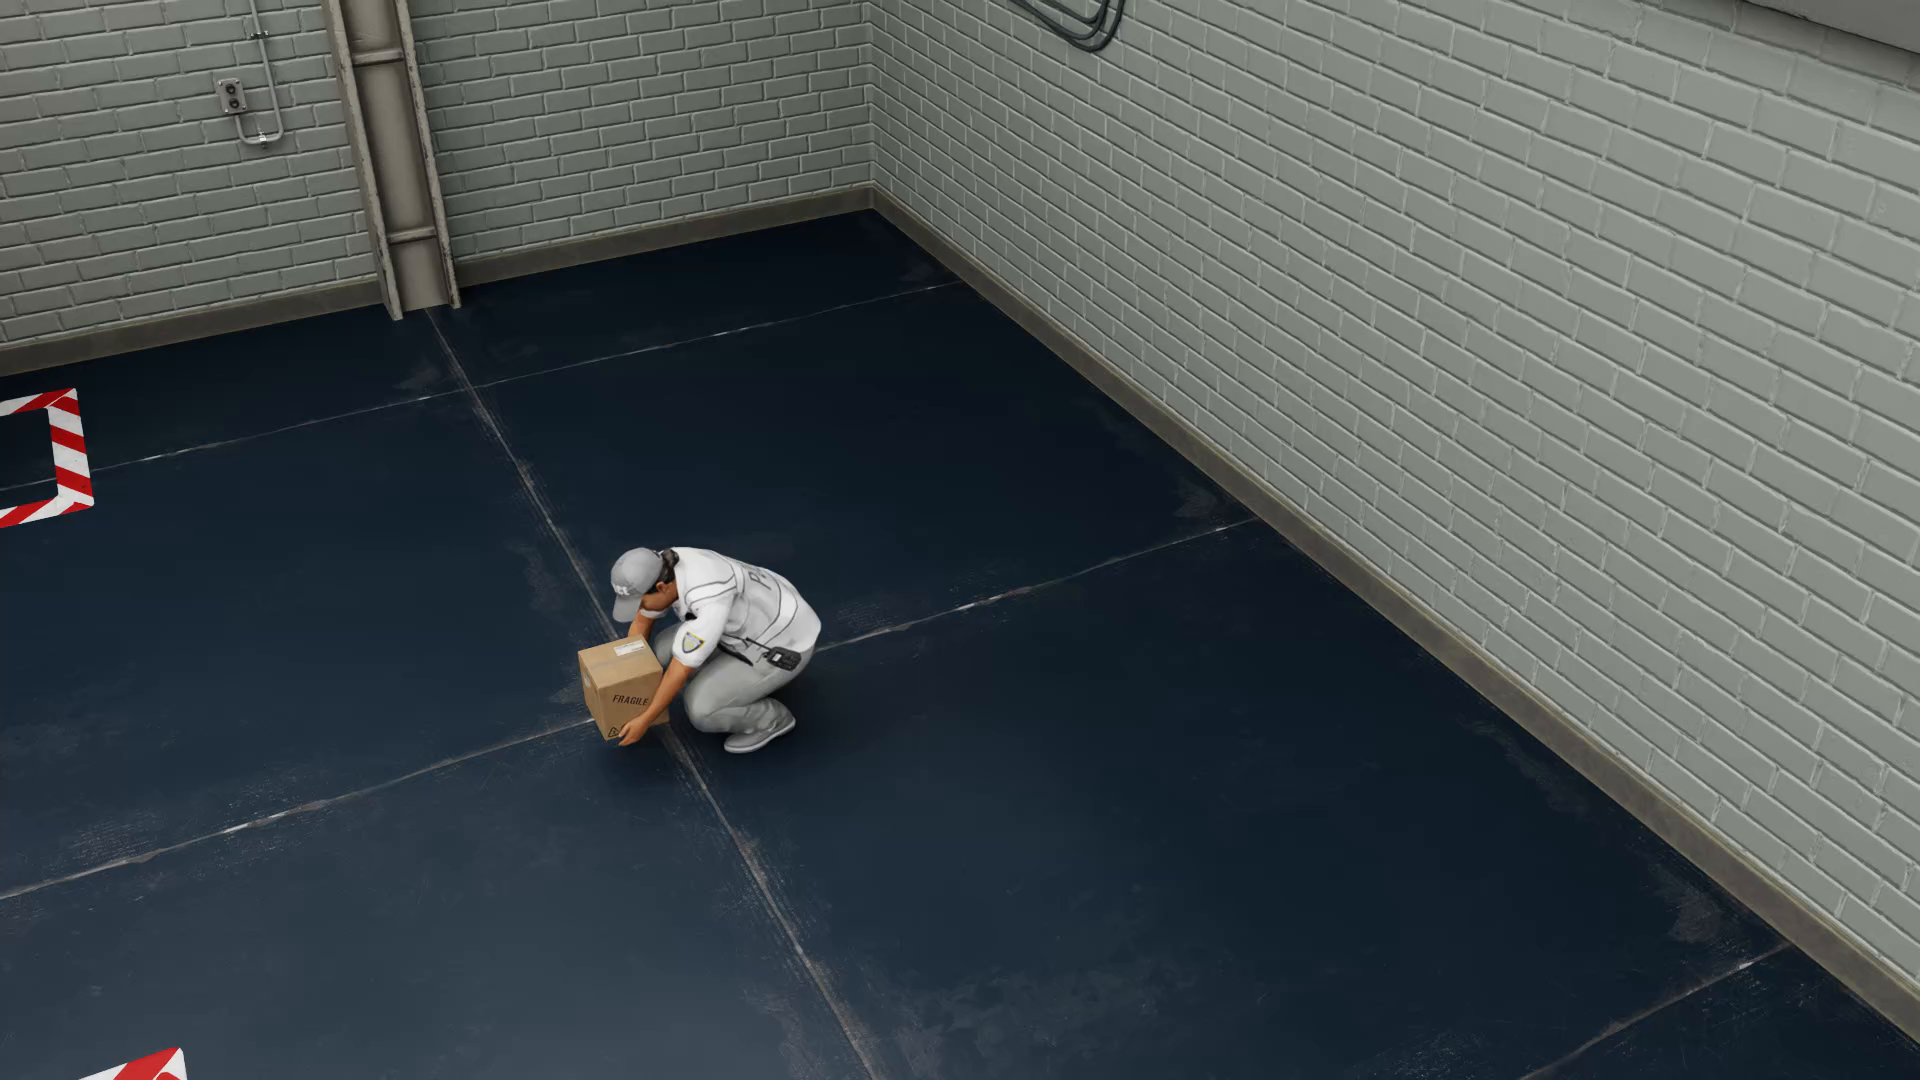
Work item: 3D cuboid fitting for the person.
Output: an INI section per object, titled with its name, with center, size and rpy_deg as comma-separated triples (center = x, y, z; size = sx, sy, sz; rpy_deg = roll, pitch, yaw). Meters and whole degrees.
[person]
center = -0.962, 0.354, 6.275
size = 0.821, 0.938, 0.530
rpy_deg = -16, 37, -23
